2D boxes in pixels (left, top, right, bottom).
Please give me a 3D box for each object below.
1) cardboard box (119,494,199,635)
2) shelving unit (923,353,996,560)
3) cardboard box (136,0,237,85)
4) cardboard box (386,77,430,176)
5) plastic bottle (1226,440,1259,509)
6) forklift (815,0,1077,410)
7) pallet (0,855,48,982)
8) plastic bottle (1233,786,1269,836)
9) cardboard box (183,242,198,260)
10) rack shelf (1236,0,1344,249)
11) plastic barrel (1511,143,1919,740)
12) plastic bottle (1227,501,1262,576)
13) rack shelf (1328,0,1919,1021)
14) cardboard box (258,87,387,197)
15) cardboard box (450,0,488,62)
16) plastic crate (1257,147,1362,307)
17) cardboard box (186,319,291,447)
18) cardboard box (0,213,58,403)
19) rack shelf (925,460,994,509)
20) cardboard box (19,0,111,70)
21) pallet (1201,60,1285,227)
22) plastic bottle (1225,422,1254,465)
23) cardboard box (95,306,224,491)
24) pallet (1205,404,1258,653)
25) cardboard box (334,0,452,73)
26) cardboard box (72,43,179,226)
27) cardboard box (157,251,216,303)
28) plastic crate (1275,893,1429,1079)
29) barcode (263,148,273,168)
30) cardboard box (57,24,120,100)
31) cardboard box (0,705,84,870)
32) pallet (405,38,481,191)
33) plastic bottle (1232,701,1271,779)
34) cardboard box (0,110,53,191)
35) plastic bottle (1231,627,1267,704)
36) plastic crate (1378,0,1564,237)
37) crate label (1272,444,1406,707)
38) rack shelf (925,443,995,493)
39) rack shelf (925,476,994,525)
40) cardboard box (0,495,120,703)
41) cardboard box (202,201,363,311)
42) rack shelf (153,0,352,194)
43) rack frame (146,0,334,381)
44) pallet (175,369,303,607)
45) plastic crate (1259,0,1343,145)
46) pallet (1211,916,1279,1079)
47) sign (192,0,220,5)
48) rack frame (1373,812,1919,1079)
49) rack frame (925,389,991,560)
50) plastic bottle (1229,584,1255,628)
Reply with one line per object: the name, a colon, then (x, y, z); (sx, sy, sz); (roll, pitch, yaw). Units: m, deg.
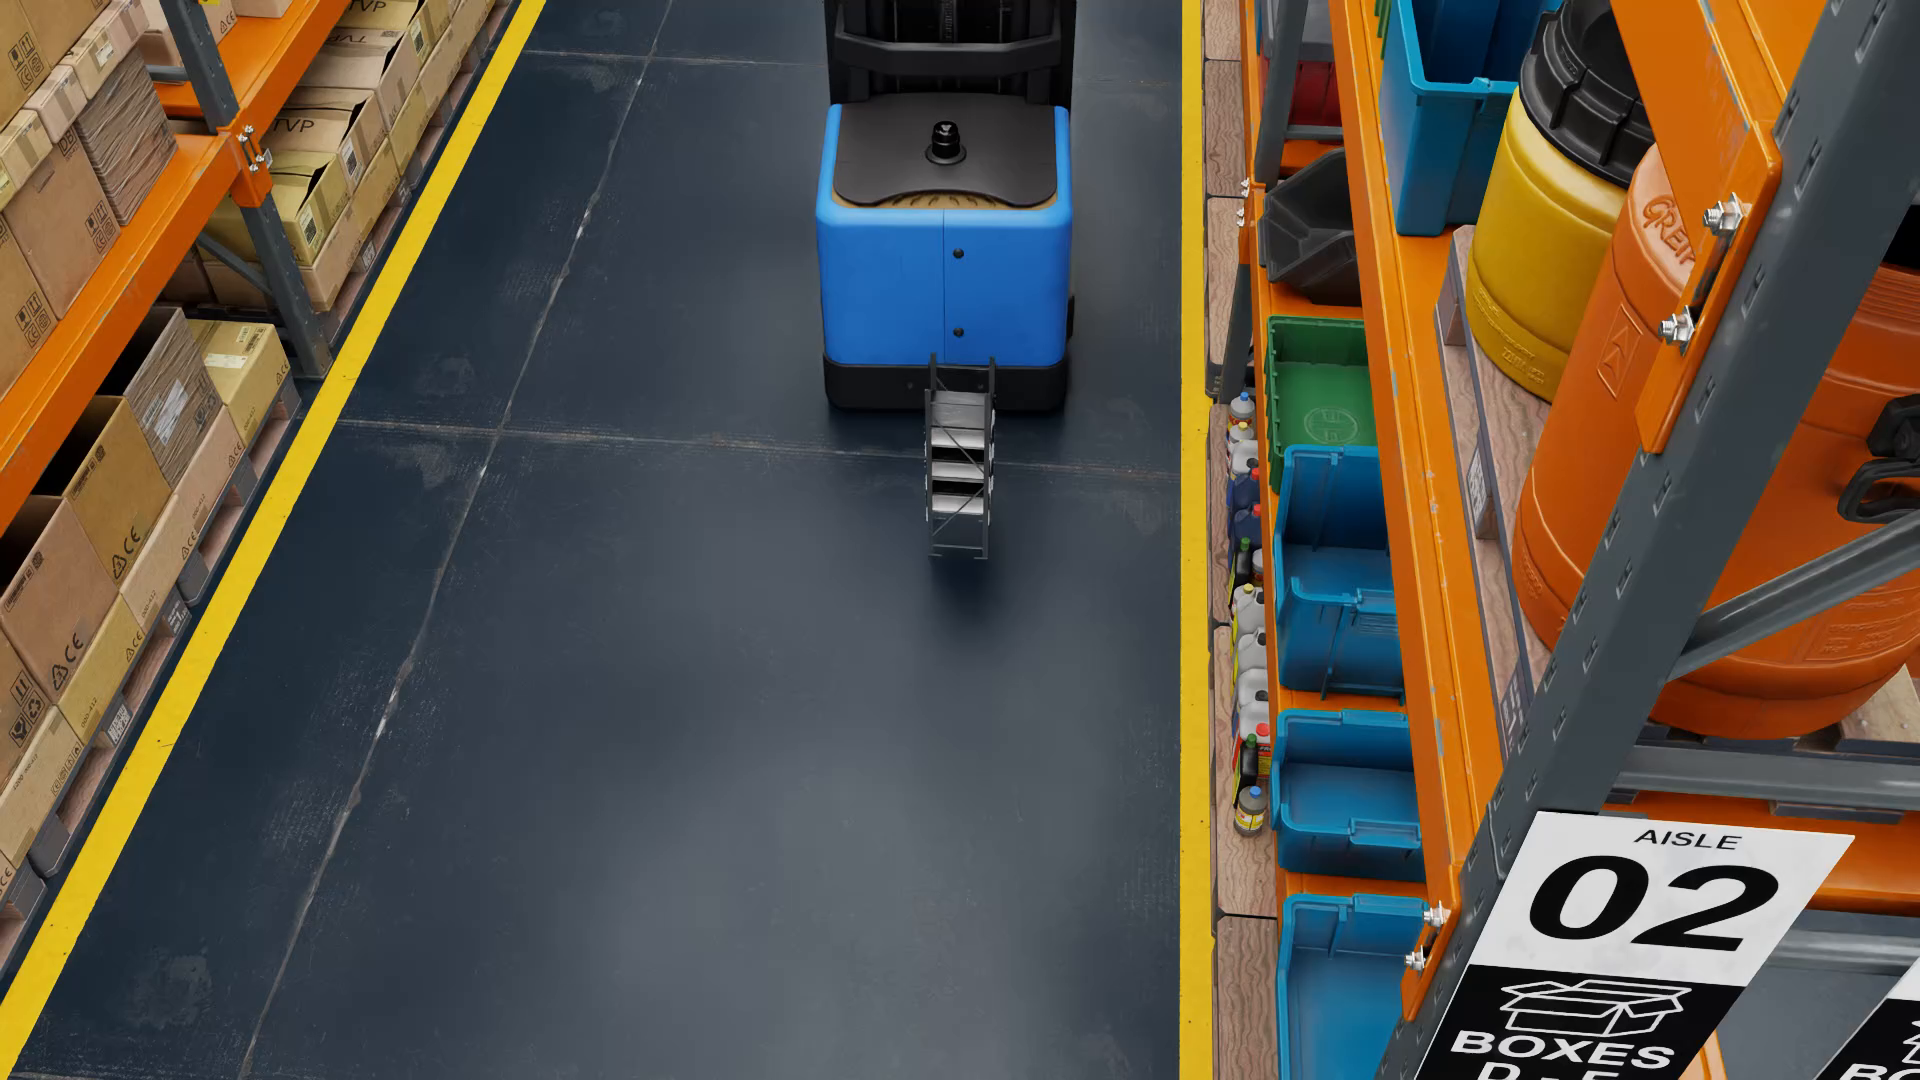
cardboard box: (-3.240, 0.074, 6.254); (0.500, 0.250, 0.500); (4, 48, 4)
shelving unit: (0.001, -0.310, 6.449); (0.258, 0.900, 0.210); (4, 48, 4)
cardboard box: (-3.328, -2.117, 6.781); (0.500, 0.250, 0.500); (7, 48, 6)
cardboard box: (-2.953, -2.053, 8.199); (0.500, 0.250, 0.500); (3, 48, 2)
plastic bottle: (1.135, -0.252, 6.521); (0.152, 0.276, 0.135); (5, 48, 5)
forklift: (-0.037, -2.624, 7.190); (1.130, 2.935, 3.031); (1, 48, 1)
pallet: (-3.666, 1.513, 5.249); (1.003, 0.211, 1.213); (4, 48, 4)
plastic bottle: (0.969, 0.889, 5.528); (0.097, 0.201, 0.097); (0, 48, 0)
cardboard box: (-3.578, -1.523, 7.335); (0.500, 0.311, 0.500); (4, 48, 4)
rack shelf: (1.785, -2.694, 7.694); (1.077, 0.370, 4.000); (4, 48, 4)
plastic barrel: (1.156, -0.192, 2.311); (0.600, 0.830, 0.708); (4, 48, 4)
plastic bottle: (1.099, -0.017, 6.256); (0.144, 0.351, 0.185); (2, 48, 2)
rack shelf: (1.421, -0.767, 3.899); (1.077, 0.370, 4.000); (4, 48, 4)
cardboard box: (-2.993, -1.860, 7.643); (0.500, 0.311, 0.500); (3, 48, 3)
cardboard box: (-2.862, -2.804, 8.887); (0.500, 0.250, 0.500); (5, 48, 4)
plastic crate: (1.429, -1.070, 5.764); (0.767, 0.338, 0.504); (4, 48, 4)
cardboard box: (-3.154, -0.661, 6.927); (0.500, 0.250, 0.500); (4, 48, 4)
cardboard box: (-3.455, -0.754, 5.365); (0.700, 0.500, 0.500); (5, 48, 4)
rack shelf: (0.001, -0.226, 6.540); (0.258, 0.077, 0.200); (4, 48, 4)
cardboard box: (-3.363, -1.948, 5.578); (0.700, 0.500, 0.500); (4, 48, 4)
pallet: (1.745, -2.004, 8.466); (1.003, 0.211, 1.213); (4, 48, 4)
plastic bottle: (1.128, -0.392, 6.700); (0.097, 0.201, 0.097); (0, 48, 0)
cardboard box: (-3.211, -0.548, 6.315); (0.500, 0.500, 0.500); (4, 48, 4)
pallet: (1.500, -0.035, 6.665); (1.003, 0.211, 1.213); (4, 48, 4)
cardboard box: (-2.905, -2.623, 8.341); (0.500, 0.311, 0.500); (5, 48, 5)
cardboard box: (-3.363, -1.510, 6.057); (0.700, 0.500, 0.500); (3, 48, 3)
cardboard box: (-3.580, -1.341, 7.548); (0.500, 0.250, 0.500); (3, 48, 3)
plastic crate: (0.986, 1.135, 3.806); (0.499, 0.251, 0.616); (4, 48, 4)
barcode: (-2.891, -1.591, 6.944); (0.001, 0.075, 0.075); (4, 48, 4)
cardboard box: (-3.165, -1.660, 5.754); (0.380, 0.149, 0.250); (3, 48, 3)
cardboard box: (-3.336, 0.809, 5.582); (0.500, 0.250, 0.500); (4, 48, 4)
pallet: (-3.192, -2.305, 8.741); (1.003, 0.211, 1.213); (4, 48, 4)
plastic bottle: (1.020, 0.681, 5.668); (0.152, 0.276, 0.135); (4, 48, 4)
cardboard box: (-3.210, -1.274, 5.401); (0.380, 0.149, 0.250); (4, 48, 3)
plastic bottle: (1.043, 0.432, 5.845); (0.144, 0.351, 0.185); (6, 48, 5)
plastic crate: (1.112, -0.956, 3.596); (0.392, 0.384, 0.575); (4, 48, 4)
crate label: (1.137, 0.090, 4.637); (0.502, 0.435, 0.616); (4, 48, 4)
rack shelf: (0.001, -0.287, 6.474); (0.258, 0.077, 0.200); (4, 48, 4)
rack shelf: (0.001, -0.166, 6.607); (0.258, 0.077, 0.200); (4, 48, 4)
cardboard box: (-3.284, 0.189, 5.641); (0.500, 0.500, 0.500); (4, 48, 4)
cardboard box: (-3.046, -1.296, 7.508); (0.500, 0.250, 0.500); (3, 48, 3)
rack shelf: (-3.147, -3.030, 8.002); (1.077, 0.370, 4.000); (4, 48, 4)
rack frame: (-3.329, -1.803, 6.392); (1.000, 3.000, 0.127); (4, 48, 4)
pallet: (-3.444, -0.280, 6.889); (1.003, 0.211, 1.213); (4, 48, 4)
plastic crate: (1.342, -1.865, 6.405); (0.402, 0.464, 0.583); (4, 48, 4)
pallet: (1.278, 1.758, 5.025); (1.003, 0.211, 1.213); (4, 48, 4)
sign: (-2.776, -2.085, 6.010); (0.100, 0.325, 0.005); (4, 48, 4)
rack frame: (1.239, 1.472, 3.396); (1.000, 3.000, 0.127); (4, 48, 4)
rack frame: (-0.009, -0.235, 6.381); (0.240, 0.900, 0.006); (4, 48, 4)
plastic bottle: (1.050, 0.239, 6.122); (0.097, 0.201, 0.097); (0, 48, 0)
